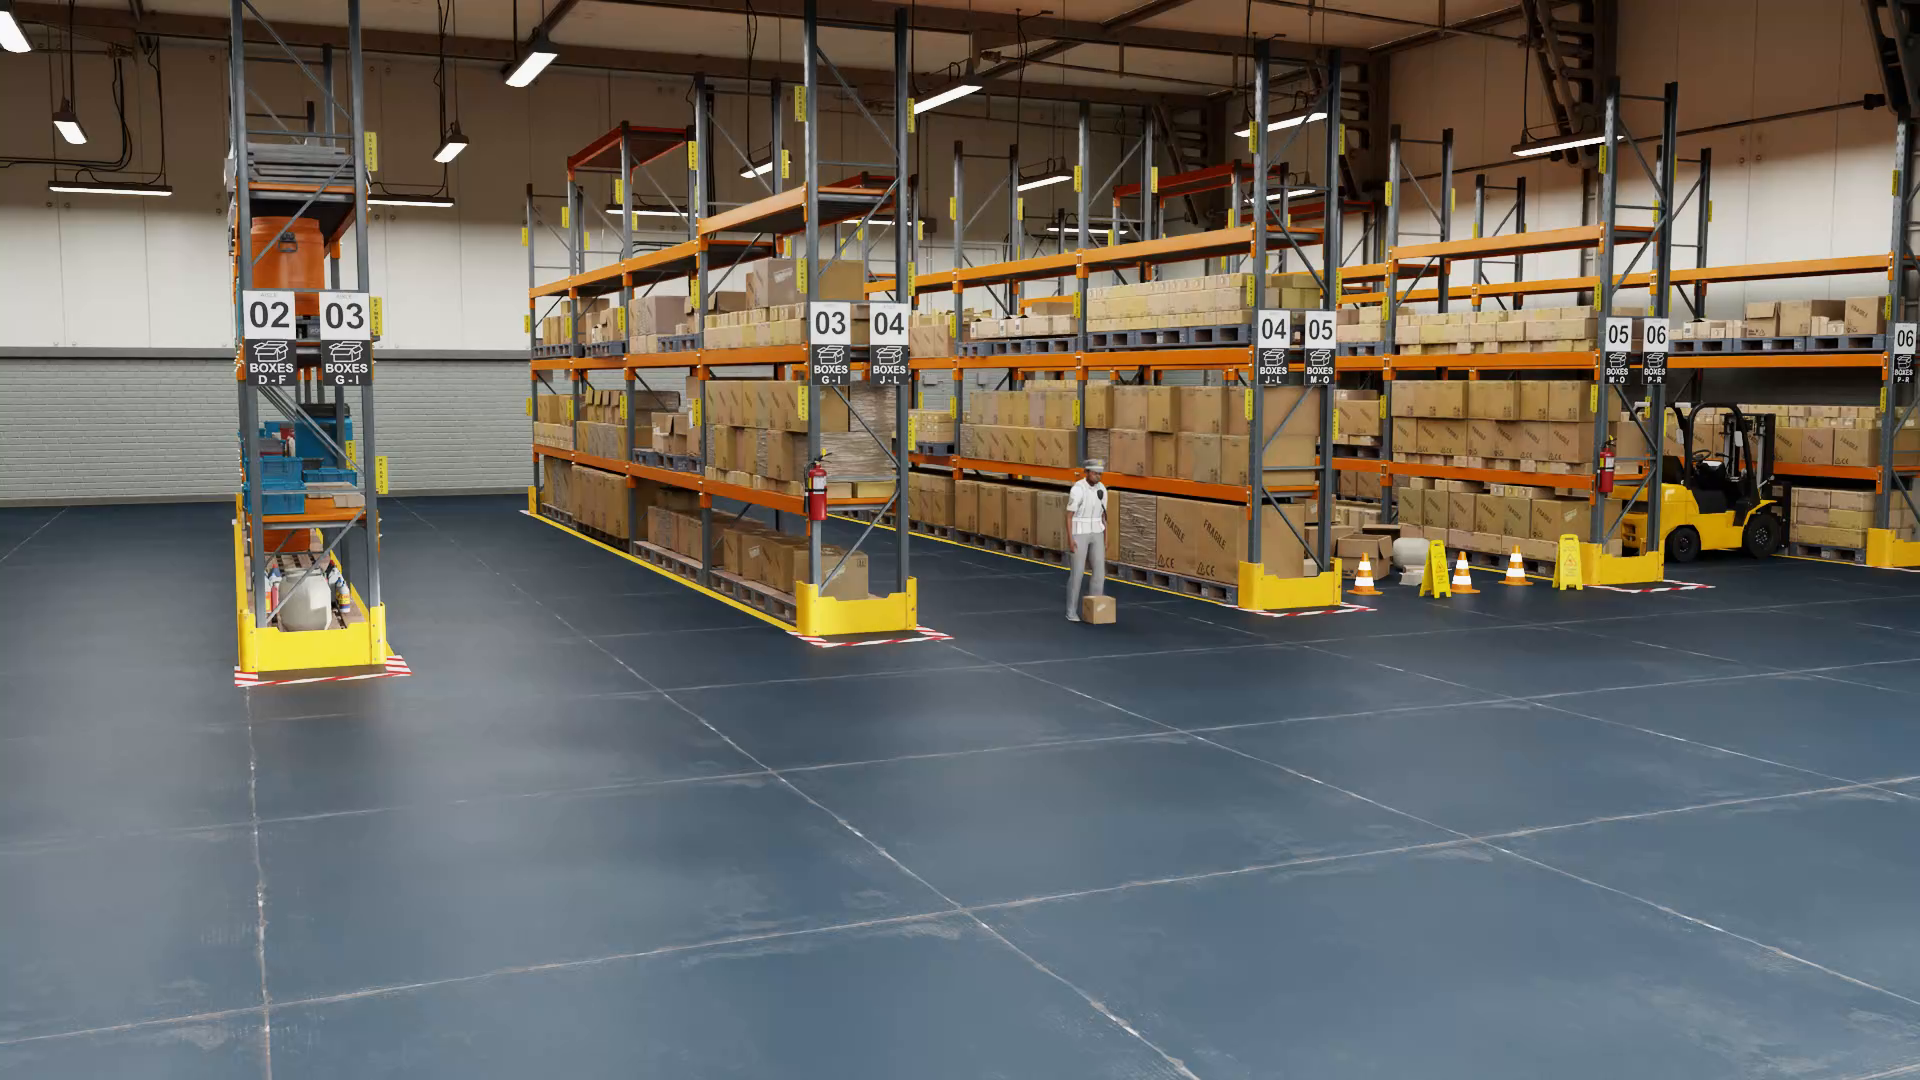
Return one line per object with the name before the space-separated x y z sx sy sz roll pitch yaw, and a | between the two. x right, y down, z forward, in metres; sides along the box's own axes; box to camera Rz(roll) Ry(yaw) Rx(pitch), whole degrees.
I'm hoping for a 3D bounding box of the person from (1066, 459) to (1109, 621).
person | 1.316 -0.007 17.092 0.514 1.656 0.426 -3 6 -26
